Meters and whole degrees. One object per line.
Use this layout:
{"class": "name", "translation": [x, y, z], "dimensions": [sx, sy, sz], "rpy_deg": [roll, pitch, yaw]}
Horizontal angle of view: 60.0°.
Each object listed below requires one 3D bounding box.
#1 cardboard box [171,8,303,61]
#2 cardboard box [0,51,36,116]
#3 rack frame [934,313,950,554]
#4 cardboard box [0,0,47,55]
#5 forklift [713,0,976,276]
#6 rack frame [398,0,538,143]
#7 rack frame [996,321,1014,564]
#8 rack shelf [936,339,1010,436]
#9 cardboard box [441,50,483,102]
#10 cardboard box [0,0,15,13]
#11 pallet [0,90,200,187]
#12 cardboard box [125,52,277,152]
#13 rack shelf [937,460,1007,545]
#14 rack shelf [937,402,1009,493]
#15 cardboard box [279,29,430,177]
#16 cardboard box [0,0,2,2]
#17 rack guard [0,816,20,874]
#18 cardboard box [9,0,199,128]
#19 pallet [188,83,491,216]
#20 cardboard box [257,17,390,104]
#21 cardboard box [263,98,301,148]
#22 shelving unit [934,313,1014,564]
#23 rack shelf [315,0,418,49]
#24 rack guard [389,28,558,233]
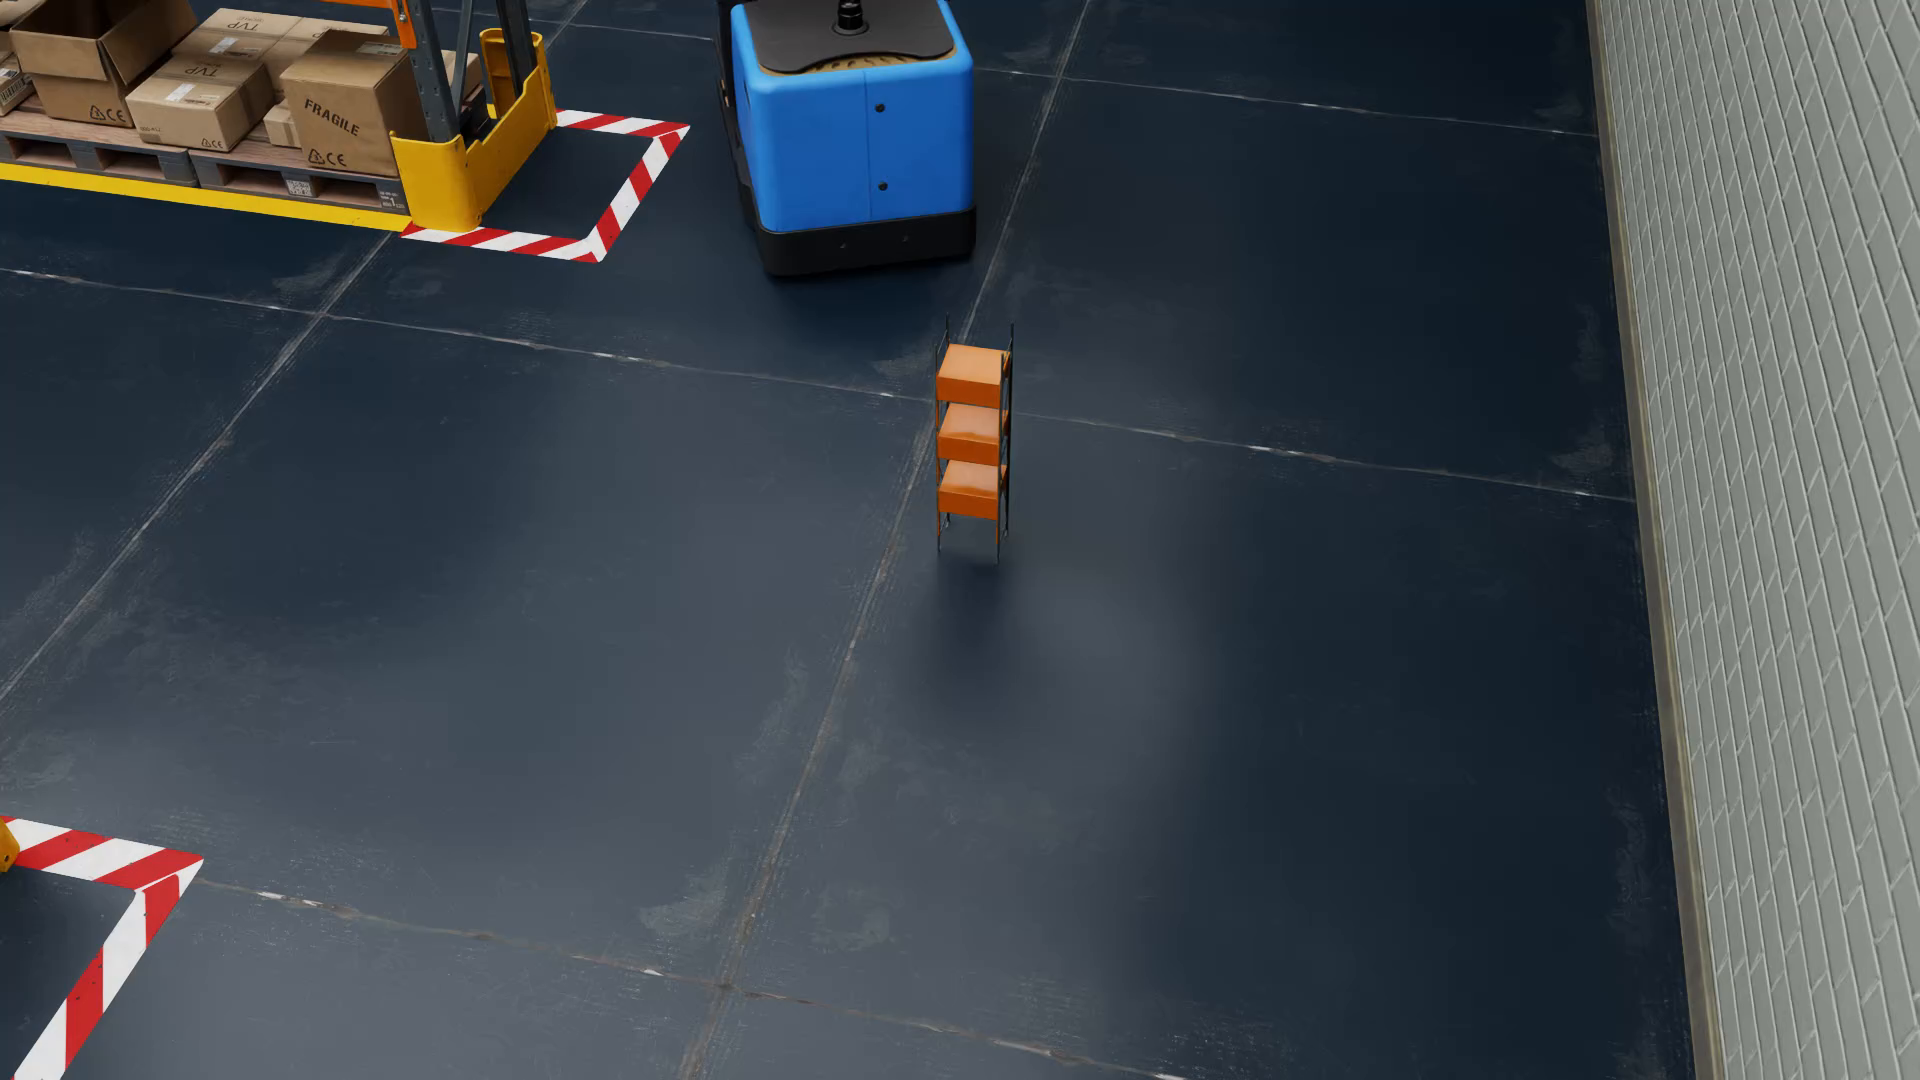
{"class": "cardboard box", "translation": [-3.861, -2.618, 8.972], "dimensions": [0.500, 0.250, 0.500], "rpy_deg": [9, 45, 9]}
{"class": "cardboard box", "translation": [-5.111, -2.434, 8.841], "dimensions": [0.250, 0.166, 0.380], "rpy_deg": [9, 45, 9]}
{"class": "rack frame", "translation": [-0.067, -0.389, 6.397], "dimensions": [0.008, 1.050, 0.200], "rpy_deg": [9, 45, 9]}
{"class": "cardboard box", "translation": [-4.970, -2.812, 9.130], "dimensions": [0.500, 0.311, 0.500], "rpy_deg": [9, 45, 9]}
{"class": "forklift", "translation": [-0.732, -3.356, 8.124], "dimensions": [1.130, 2.935, 3.031], "rpy_deg": [-8, 45, -9]}
{"class": "rack frame", "translation": [-2.416, -3.024, 7.729], "dimensions": [0.127, 3.000, 1.000], "rpy_deg": [9, 45, 9]}
{"class": "rack frame", "translation": [0.171, -0.352, 6.358], "dimensions": [0.008, 1.050, 0.200], "rpy_deg": [9, 45, 9]}
{"class": "rack shelf", "translation": [0.052, -0.567, 6.188], "dimensions": [0.240, 0.259, 0.215], "rpy_deg": [9, 45, 9]}
{"class": "cardboard box", "translation": [-2.750, -2.452, 8.873], "dimensions": [0.250, 0.149, 0.380], "rpy_deg": [9, 45, 9]}
{"class": "cardboard box", "translation": [-5.323, -2.851, 9.287], "dimensions": [0.250, 0.149, 0.380], "rpy_deg": [9, 45, 9]}
{"class": "pallet", "translation": [-4.456, -2.337, 9.026], "dimensions": [1.213, 0.211, 1.003], "rpy_deg": [9, 45, 9]}
{"class": "cardboard box", "translation": [-3.921, -2.272, 8.613], "dimensions": [0.500, 0.250, 0.500], "rpy_deg": [9, 45, 9]}
{"class": "rack shelf", "translation": [0.052, -0.162, 6.578], "dimensions": [0.240, 0.259, 0.215], "rpy_deg": [9, 45, 9]}
{"class": "rack shelf", "translation": [0.052, -0.363, 6.385], "dimensions": [0.240, 0.259, 0.215], "rpy_deg": [9, 45, 9]}
{"class": "cardboard box", "translation": [-3.001, -2.198, 8.356], "dimensions": [0.500, 0.500, 0.500], "rpy_deg": [9, 45, 9]}
{"class": "cardboard box", "translation": [-5.702, -2.994, 9.183], "dimensions": [0.500, 0.500, 0.500], "rpy_deg": [9, 45, 9]}
{"class": "rack guard", "translation": [-3.475, 1.223, 5.119], "dimensions": [0.348, 0.500, 1.175], "rpy_deg": [9, 45, 9]}
{"class": "cardboard box", "translation": [-4.485, -2.608, 8.780], "dimensions": [0.637, 0.503, 0.797], "rpy_deg": [9, 45, 9]}
{"class": "pallet", "translation": [-3.269, -2.151, 8.833], "dimensions": [1.213, 0.211, 1.003], "rpy_deg": [9, 45, 9]}
{"class": "cardboard box", "translation": [-3.373, -2.542, 8.894], "dimensions": [0.500, 0.250, 0.500], "rpy_deg": [9, 45, 9]}
{"class": "cardboard box", "translation": [-3.376, -2.200, 8.598], "dimensions": [0.250, 0.166, 0.380], "rpy_deg": [9, 45, 9]}
{"class": "shelving unit", "translation": [0.052, -0.370, 6.377], "dimensions": [0.252, 1.050, 0.215], "rpy_deg": [9, 45, 9]}
{"class": "rack shelf", "translation": [-4.368, -3.068, 8.293], "dimensions": [4.000, 0.370, 1.077], "rpy_deg": [9, 45, 9]}
{"class": "rack guard", "translation": [-2.491, -2.135, 8.608], "dimensions": [0.348, 0.500, 1.175], "rpy_deg": [9, 45, 9]}
